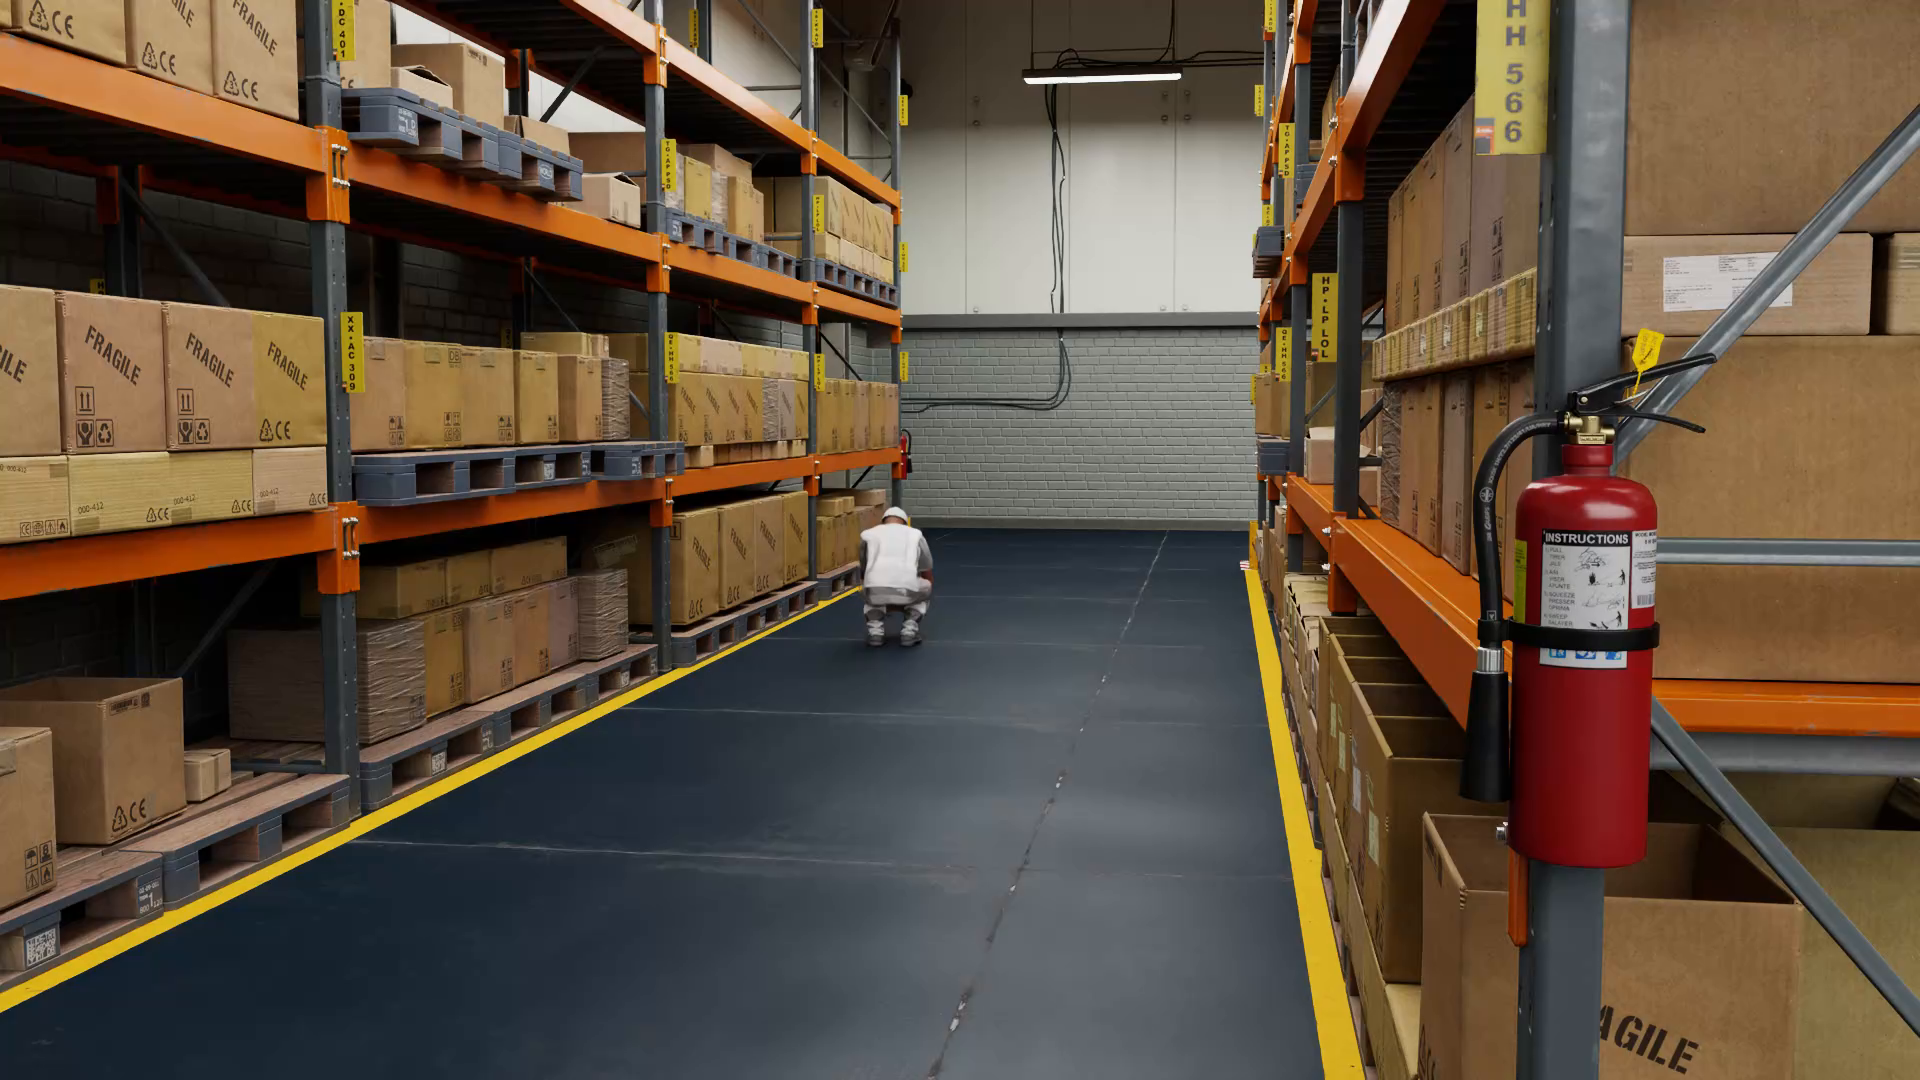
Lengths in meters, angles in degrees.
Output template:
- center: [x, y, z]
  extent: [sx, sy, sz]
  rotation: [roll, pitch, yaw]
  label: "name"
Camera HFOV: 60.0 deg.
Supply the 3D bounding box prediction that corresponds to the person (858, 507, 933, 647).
- center: [-0.489, 0.264, 12.242]
  extent: [0.565, 0.990, 0.882]
  rotation: [1, 4, 9]
  label: "person"
